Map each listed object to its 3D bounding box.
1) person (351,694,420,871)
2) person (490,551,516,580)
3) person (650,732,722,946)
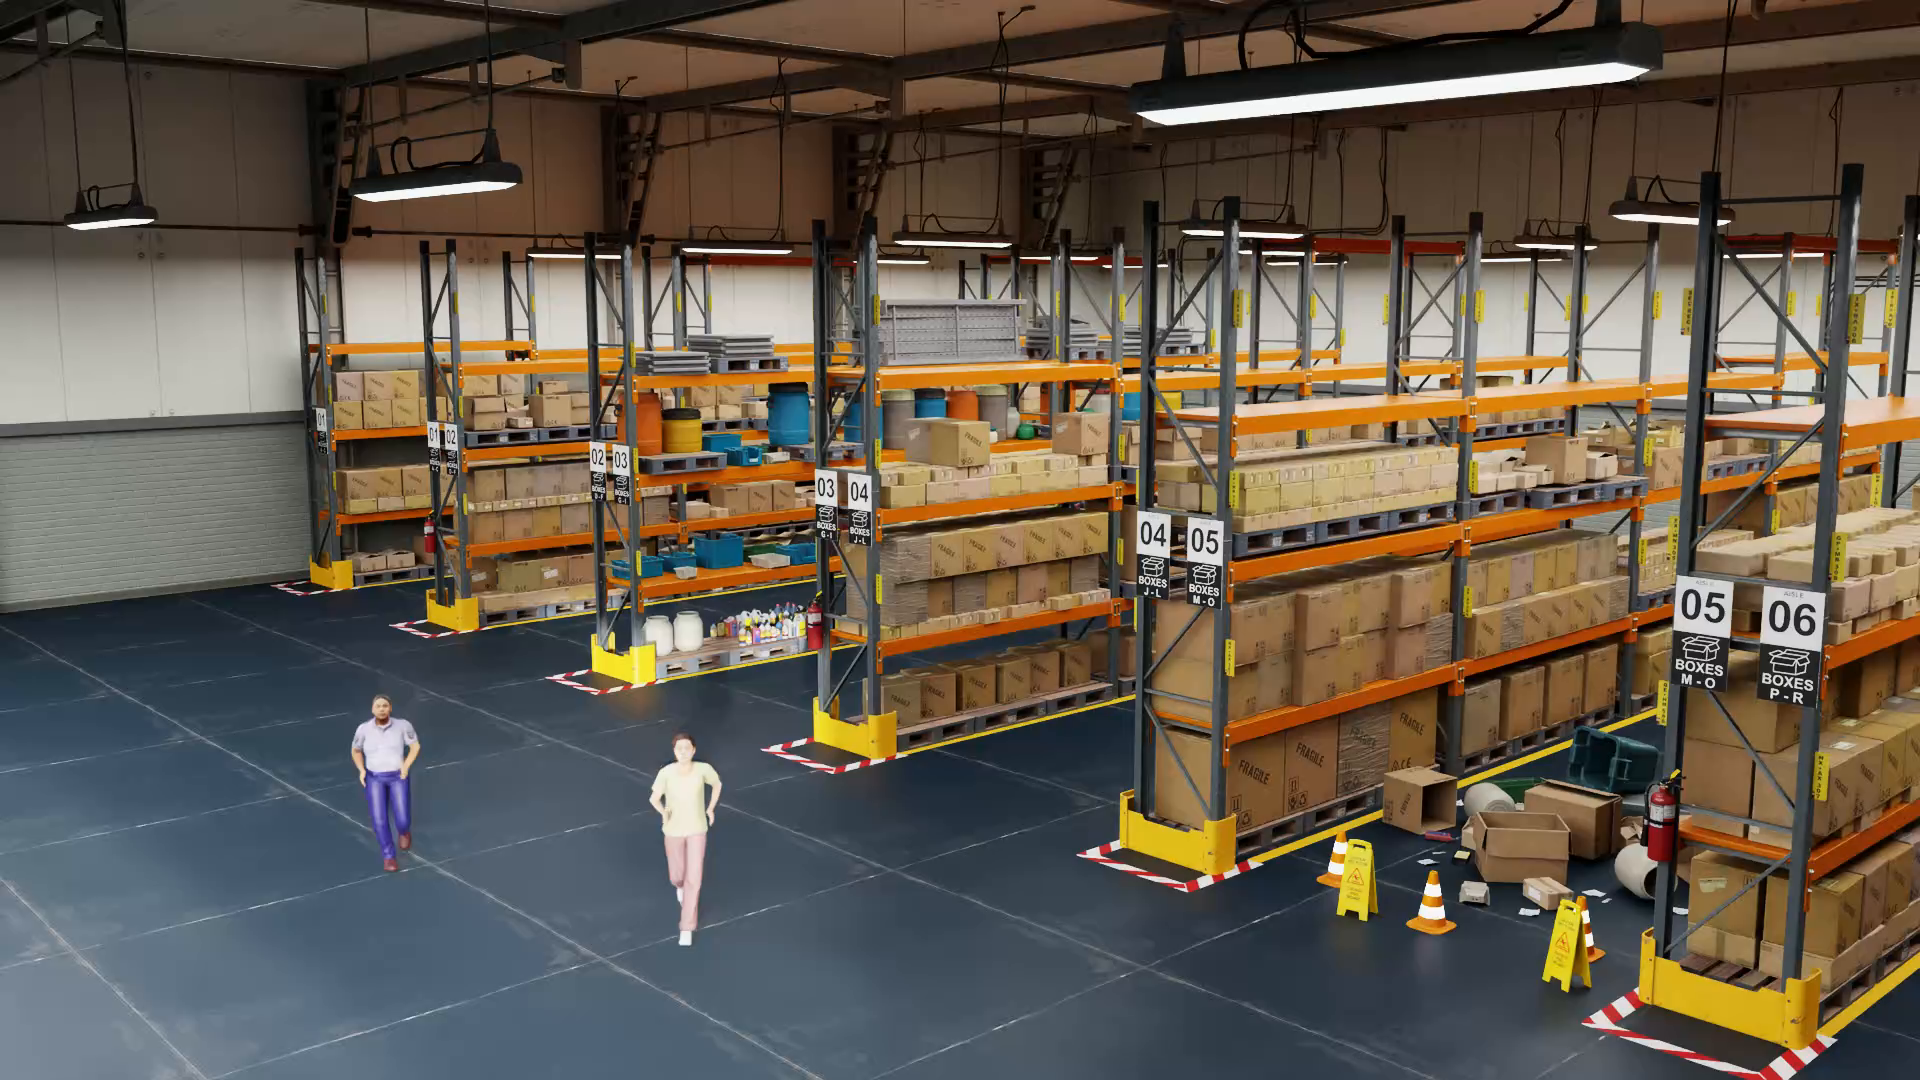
[{"bbox_3d":[-5.210,2.181,15.112,0.594,1.590,0.556,-2,9,-16],"label":"person"},{"bbox_3d":[-7.865,0.097,28.729,0.675,1.805,0.689,7,11,40],"label":"person"},{"bbox_3d":[-2.223,2.370,13.522,0.580,1.645,0.924,-1,8,-8],"label":"person"}]
